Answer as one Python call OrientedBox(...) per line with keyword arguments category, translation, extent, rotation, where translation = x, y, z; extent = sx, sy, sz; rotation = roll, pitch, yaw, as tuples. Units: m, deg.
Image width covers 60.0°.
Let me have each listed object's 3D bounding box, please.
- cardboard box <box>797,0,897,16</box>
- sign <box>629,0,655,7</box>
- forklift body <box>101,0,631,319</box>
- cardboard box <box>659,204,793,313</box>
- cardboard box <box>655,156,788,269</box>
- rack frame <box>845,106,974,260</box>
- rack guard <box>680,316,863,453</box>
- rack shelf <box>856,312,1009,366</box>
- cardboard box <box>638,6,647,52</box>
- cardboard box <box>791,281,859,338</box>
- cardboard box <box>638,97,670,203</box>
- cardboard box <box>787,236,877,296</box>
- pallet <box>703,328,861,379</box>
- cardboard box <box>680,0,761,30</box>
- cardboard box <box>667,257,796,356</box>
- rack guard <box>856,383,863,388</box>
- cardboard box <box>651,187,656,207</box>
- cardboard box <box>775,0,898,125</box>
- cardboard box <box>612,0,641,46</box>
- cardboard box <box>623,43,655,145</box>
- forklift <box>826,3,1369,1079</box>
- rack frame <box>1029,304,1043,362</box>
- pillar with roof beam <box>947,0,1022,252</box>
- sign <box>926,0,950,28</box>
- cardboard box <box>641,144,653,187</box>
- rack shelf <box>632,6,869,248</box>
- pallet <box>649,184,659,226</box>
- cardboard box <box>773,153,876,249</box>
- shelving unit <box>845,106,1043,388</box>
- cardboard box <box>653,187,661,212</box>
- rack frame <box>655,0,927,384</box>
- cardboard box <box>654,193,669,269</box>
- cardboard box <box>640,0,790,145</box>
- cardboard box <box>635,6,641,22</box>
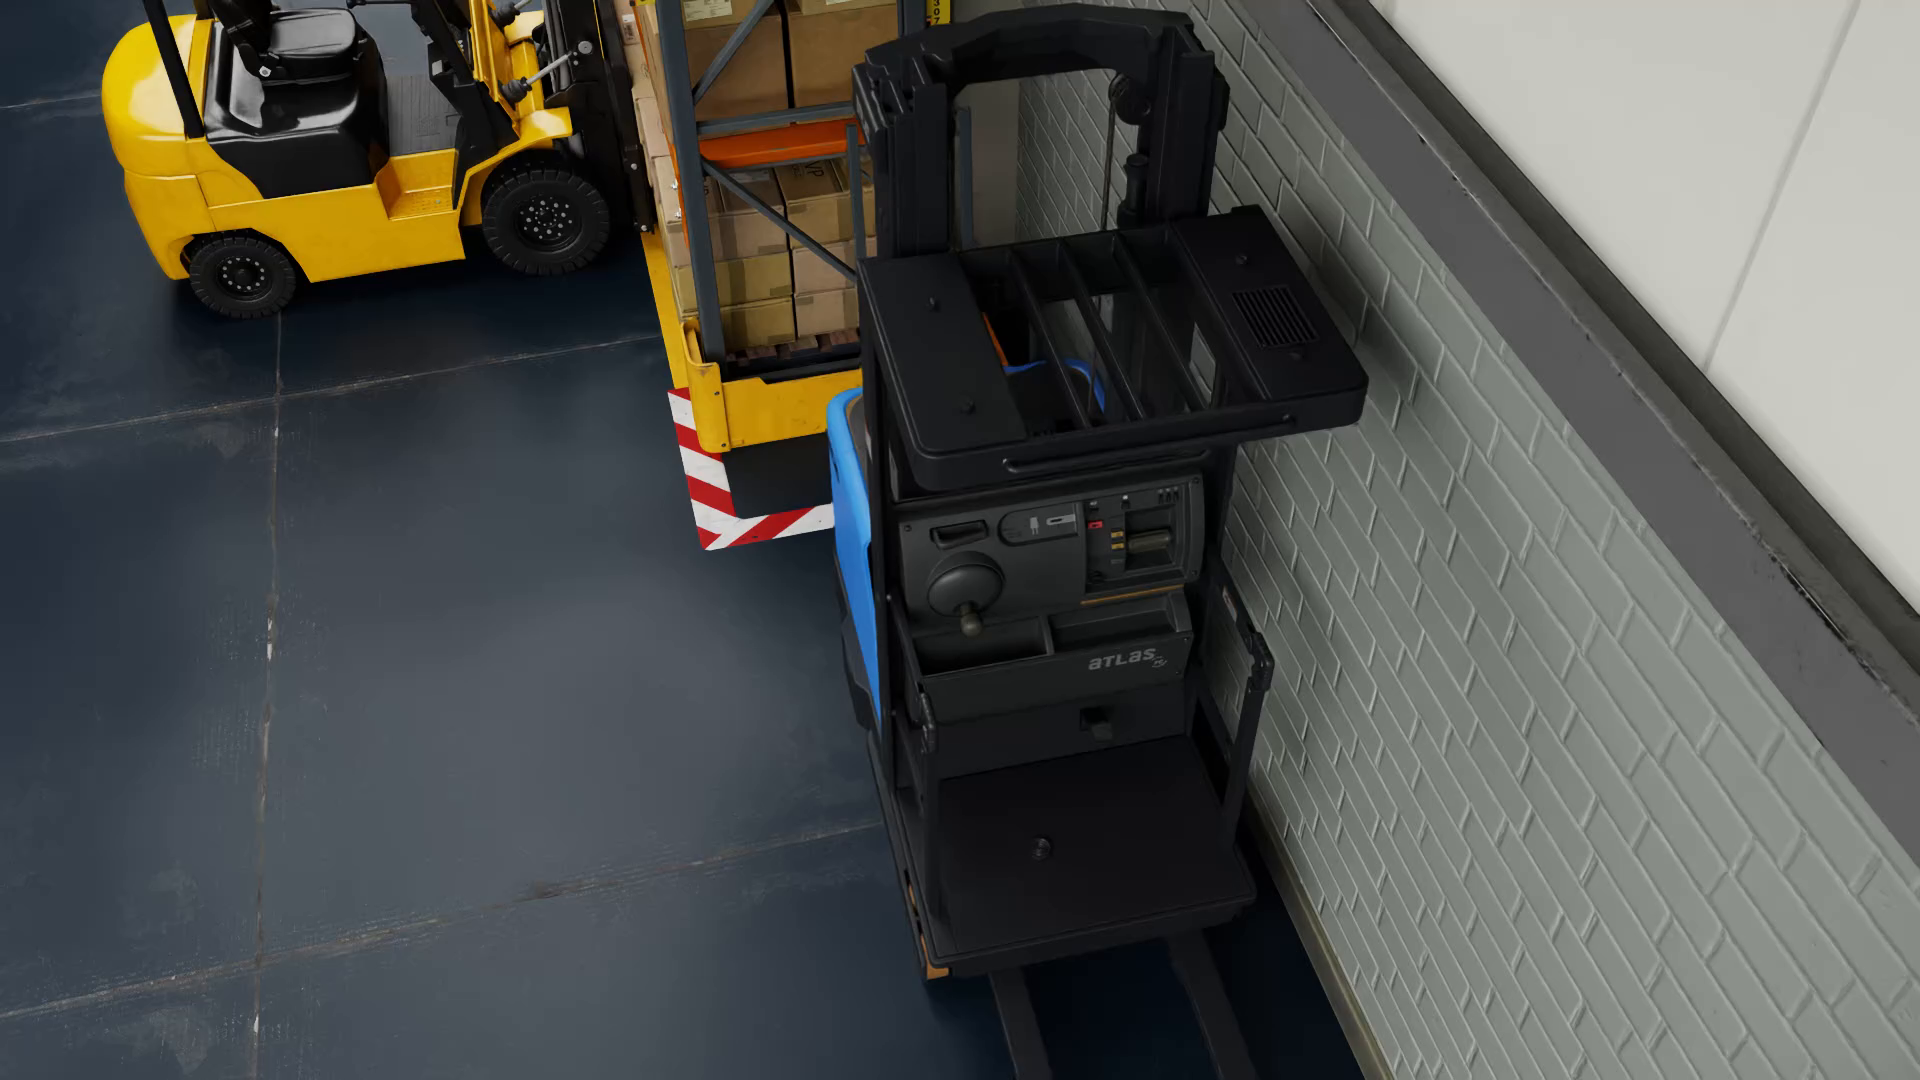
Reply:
OrientedBox(category="cardboard box", translation=(-0.461, -2.210, 6.543), extent=(0.380, 0.149, 0.250), rotation=(-12, 47, -11))
OrientedBox(category="sign", translation=(-1.153, -2.065, 5.948), extent=(0.100, 0.325, 0.005), rotation=(-11, 47, -10))
OrientedBox(category="forklift body", translation=(-2.874, -2.345, 7.793), extent=(2.313, 2.155, 1.214), rotation=(-11, 47, -10))
OrientedBox(category="cardboard box", translation=(-1.052, -1.305, 7.461), extent=(0.500, 0.250, 0.500), rotation=(-11, 47, -11))
OrientedBox(category="cardboard box", translation=(-1.045, -1.462, 7.265), extent=(0.500, 0.250, 0.500), rotation=(-9, 46, -9))
OrientedBox(category="rack frame", translation=(-0.186, -1.113, 7.036), extent=(0.500, 1.500, 0.032), rotation=(-11, 44, -10))
OrientedBox(category="rack guard", translation=(-0.619, -0.775, 7.411), extent=(1.175, 0.500, 0.348), rotation=(-11, 47, -10))
OrientedBox(category="rack shelf", translation=(-0.056, -0.648, 6.797), extent=(0.538, 0.185, 1.000), rotation=(-11, 44, -10))
OrientedBox(category="cardboard box", translation=(-1.129, -2.353, 7.137), extent=(0.500, 0.500, 0.500), rotation=(-9, 46, -9))
OrientedBox(category="cardboard box", translation=(-0.562, -1.226, 7.733), extent=(0.500, 0.250, 0.500), rotation=(-11, 47, -10))
OrientedBox(category="cardboard box", translation=(-1.181, -1.814, 7.609), extent=(0.500, 0.250, 0.500), rotation=(-10, 46, -10))
OrientedBox(category="cardboard box", translation=(-0.545, -1.389, 7.543), extent=(0.500, 0.250, 0.500), rotation=(-10, 46, -10))
OrientedBox(category="pallet", translation=(-0.862, -1.211, 8.040), extent=(1.003, 0.211, 1.213), rotation=(-11, 47, -10))
OrientedBox(category="cardboard box", translation=(-0.985, -2.117, 6.451), extent=(0.380, 0.149, 0.250), rotation=(-10, 46, -10))
OrientedBox(category="cardboard box", translation=(-1.051, -1.118, 7.627), extent=(0.500, 0.250, 0.500), rotation=(-10, 46, -10))
OrientedBox(category="rack guard", translation=(-0.171, -0.655, 7.462), extent=(0.587, 0.250, 0.087), rotation=(-11, 44, -10))
OrientedBox(category="cardboard box", translation=(-1.289, -1.810, 8.306), extent=(0.500, 0.250, 0.500), rotation=(-10, 46, -10))
OrientedBox(category="cardboard box", translation=(-0.484, -2.095, 6.883), extent=(0.500, 0.500, 0.500), rotation=(-9, 46, -9))
OrientedBox(category="cardboard box", translation=(-1.442, -2.512, 8.293), extent=(0.500, 0.250, 0.500), rotation=(-12, 47, -11))
OrientedBox(category="cardboard box", translation=(-1.320, -2.160, 7.949), extent=(0.500, 0.250, 0.500), rotation=(-10, 46, -10))
OrientedBox(category="forklift", translation=(0.333, 0.133, 4.819), extent=(1.130, 2.935, 3.031), rotation=(-9, 46, -9))
OrientedBox(category="rack frame", translation=(0.066, -0.445, 6.312), extent=(0.500, 1.500, 0.032), rotation=(-11, 44, -10))
OrientedBox(category="pillar with roof beam", translation=(-4.094, -3.625, 4.253), extent=(9.100, 9.000, 0.400), rotation=(-11, 47, -10))
OrientedBox(category="sign", translation=(-0.087, -2.095, 6.292), extent=(0.100, 0.325, 0.005), rotation=(-11, 47, -10))
OrientedBox(category="cardboard box", translation=(-1.323, -2.006, 8.148), extent=(0.500, 0.250, 0.500), rotation=(-12, 47, -11))
OrientedBox(category="rack shelf", translation=(-1.137, -2.796, 8.144), extent=(1.077, 0.370, 4.000), rotation=(-11, 47, -10))
OrientedBox(category="pallet", translation=(-1.170, -2.052, 8.864), extent=(1.003, 0.211, 1.213), rotation=(-11, 47, -10))
OrientedBox(category="cardboard box", translation=(-0.565, -1.568, 7.368), extent=(0.500, 0.250, 0.500), rotation=(-11, 47, -11))
OrientedBox(category="shelving unit", translation=(-0.062, -0.785, 6.681), extent=(0.587, 1.500, 1.083), rotation=(-11, 44, -10))
OrientedBox(category="cardboard box", translation=(-1.170, -1.654, 7.802), extent=(0.500, 0.250, 0.500), rotation=(-11, 47, -11))
OrientedBox(category="rack frame", translation=(-0.625, -1.667, 6.534), extent=(1.000, 3.000, 0.127), rotation=(-11, 47, -10))
OrientedBox(category="cardboard box", translation=(-1.169, -1.463, 7.966), extent=(0.500, 0.250, 0.500), rotation=(-11, 47, -10))
OrientedBox(category="cardboard box", translation=(-1.005, -1.994, 6.784), extent=(0.500, 0.500, 0.500), rotation=(-12, 47, -11))
OrientedBox(category="cardboard box", translation=(-1.261, -2.707, 7.484), extent=(0.500, 0.500, 0.500), rotation=(-12, 47, -11))
